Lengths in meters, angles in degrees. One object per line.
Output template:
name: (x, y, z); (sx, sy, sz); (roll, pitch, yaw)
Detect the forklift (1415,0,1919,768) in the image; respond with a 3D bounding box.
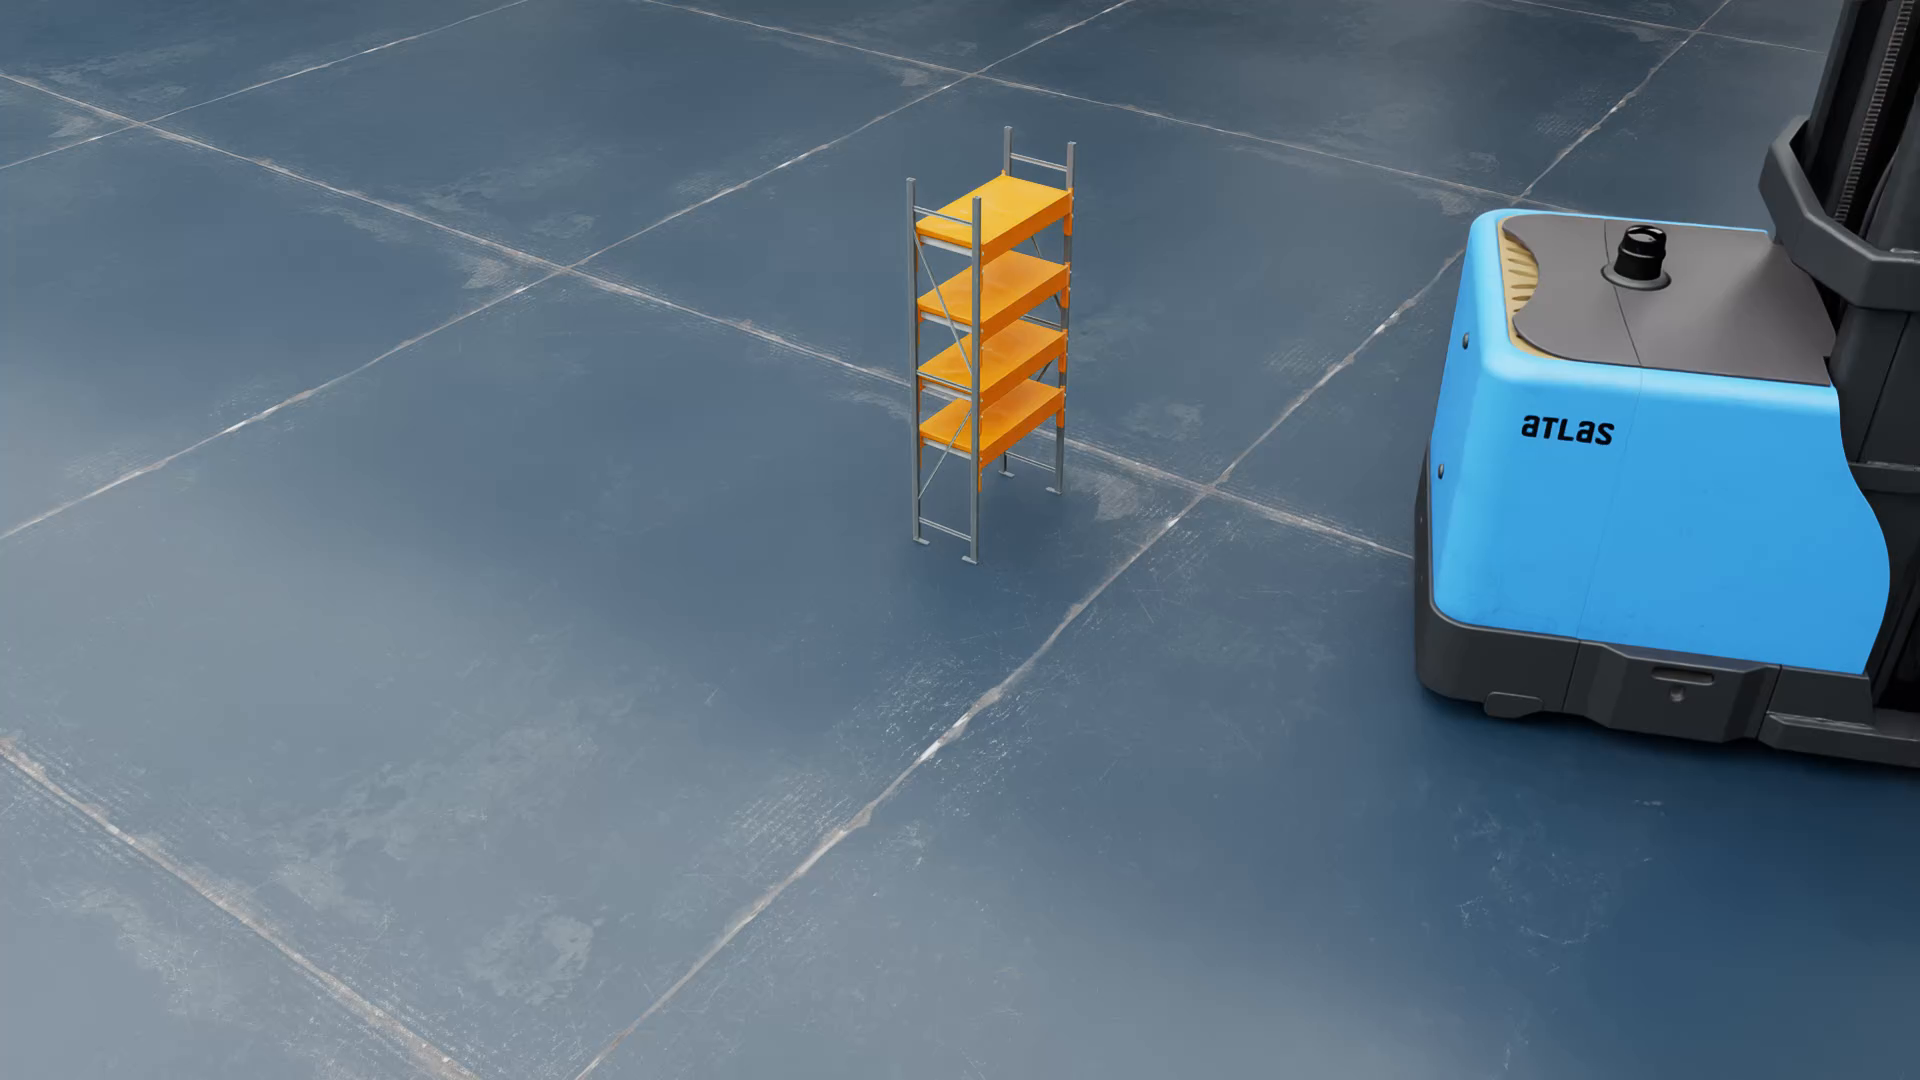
forklift: (2.828, -0.840, 3.875); (3.031, 2.935, 1.130); (7, 35, 10)

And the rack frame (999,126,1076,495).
rack frame: (0.234, -0.685, 5.193); (0.240, 1.200, 0.015); (21, 39, 28)

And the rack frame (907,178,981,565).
rack frame: (-0.045, -0.461, 4.860); (0.240, 1.200, 0.015); (21, 39, 28)

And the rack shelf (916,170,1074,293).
rack shelf: (0.094, -0.899, 4.806); (0.258, 0.148, 0.480); (21, 39, 28)

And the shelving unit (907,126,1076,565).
shelving unit: (0.094, -0.573, 5.027); (0.258, 1.200, 0.503); (21, 39, 28)

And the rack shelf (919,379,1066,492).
rack shelf: (0.094, -0.353, 5.175); (0.258, 0.148, 0.480); (21, 39, 28)

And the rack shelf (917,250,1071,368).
rack shelf: (0.094, -0.703, 4.939); (0.258, 0.148, 0.480); (21, 39, 28)

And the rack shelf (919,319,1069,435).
rack shelf: (0.094, -0.517, 5.064); (0.258, 0.148, 0.480); (21, 39, 28)
